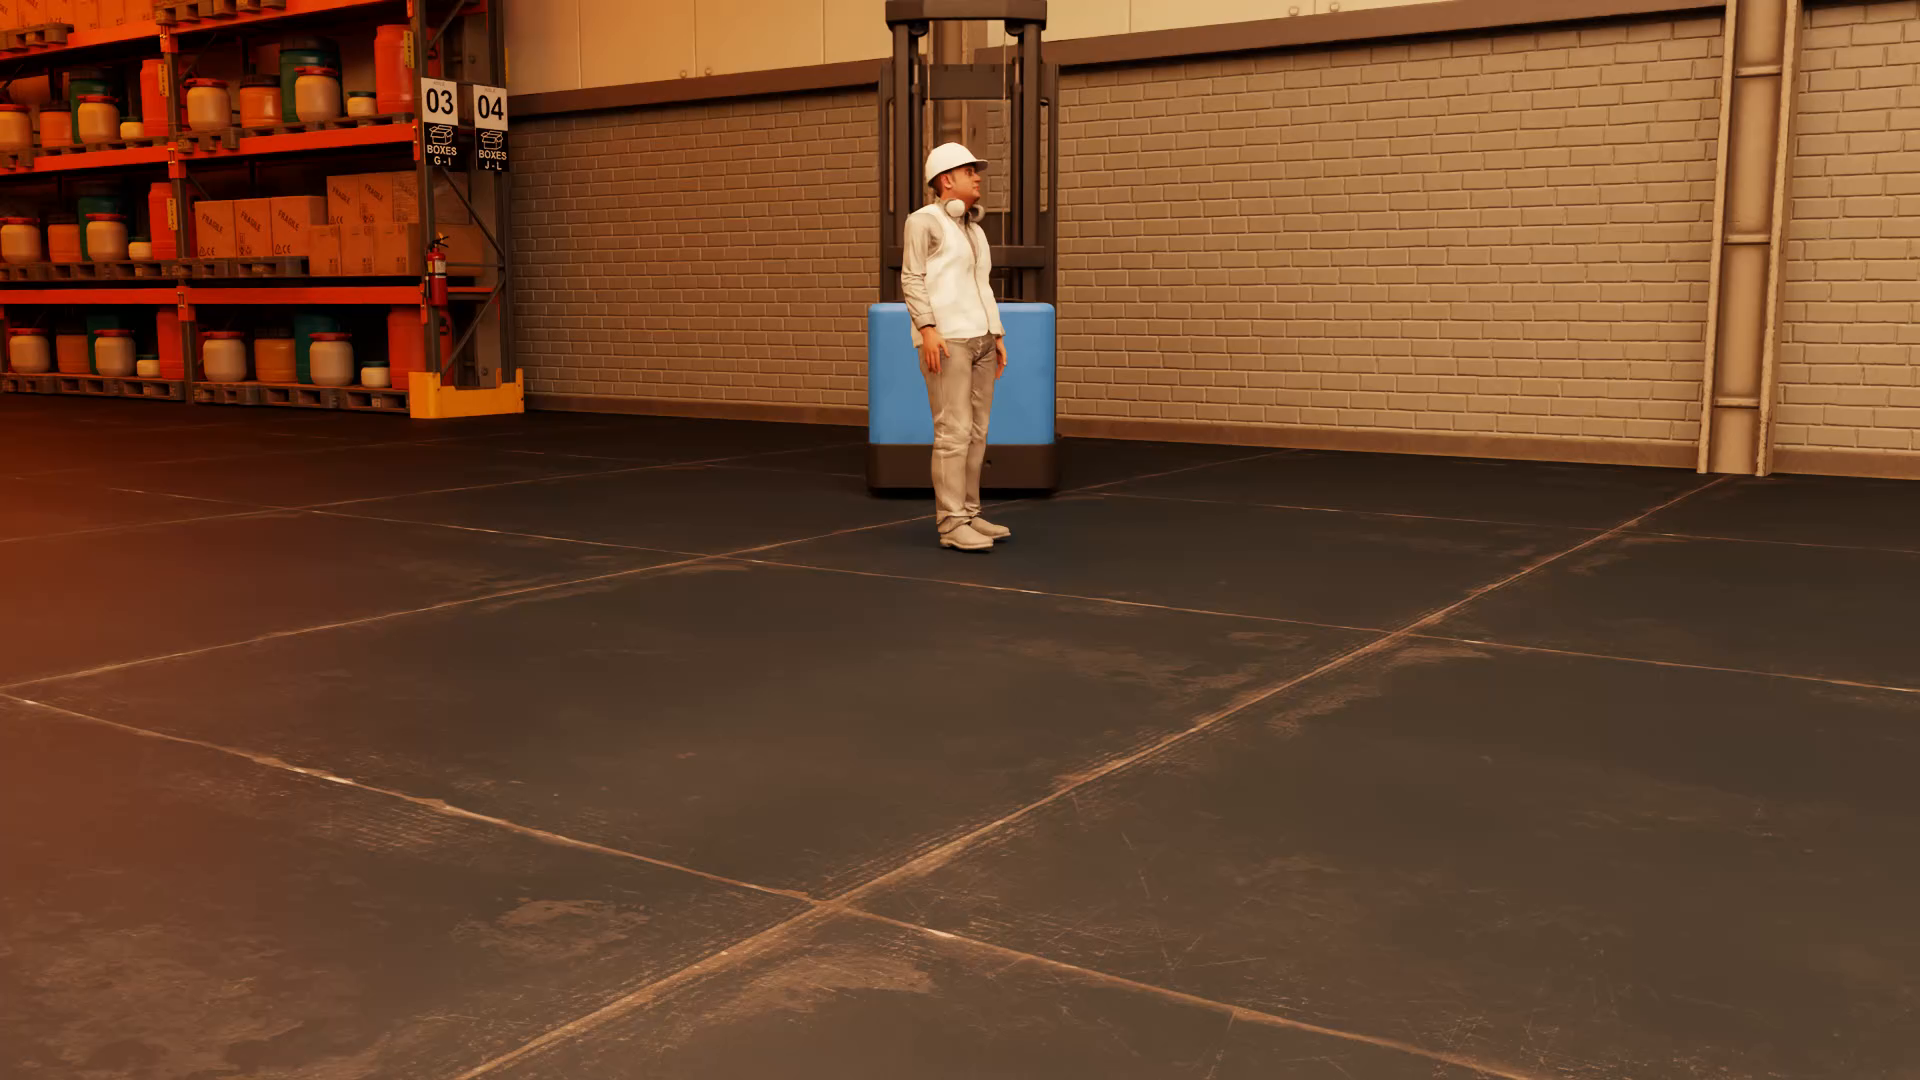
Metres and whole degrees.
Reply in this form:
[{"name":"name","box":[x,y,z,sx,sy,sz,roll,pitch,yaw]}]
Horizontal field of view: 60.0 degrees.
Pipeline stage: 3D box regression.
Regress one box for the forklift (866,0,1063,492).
[{"name":"forklift","box":[0.061,-1.875,10.379,1.130,2.935,3.031,0,8,2]}]

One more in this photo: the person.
[{"name":"person","box":[0.044,-0.879,7.433,0.568,1.773,0.624,5,10,34]}]
